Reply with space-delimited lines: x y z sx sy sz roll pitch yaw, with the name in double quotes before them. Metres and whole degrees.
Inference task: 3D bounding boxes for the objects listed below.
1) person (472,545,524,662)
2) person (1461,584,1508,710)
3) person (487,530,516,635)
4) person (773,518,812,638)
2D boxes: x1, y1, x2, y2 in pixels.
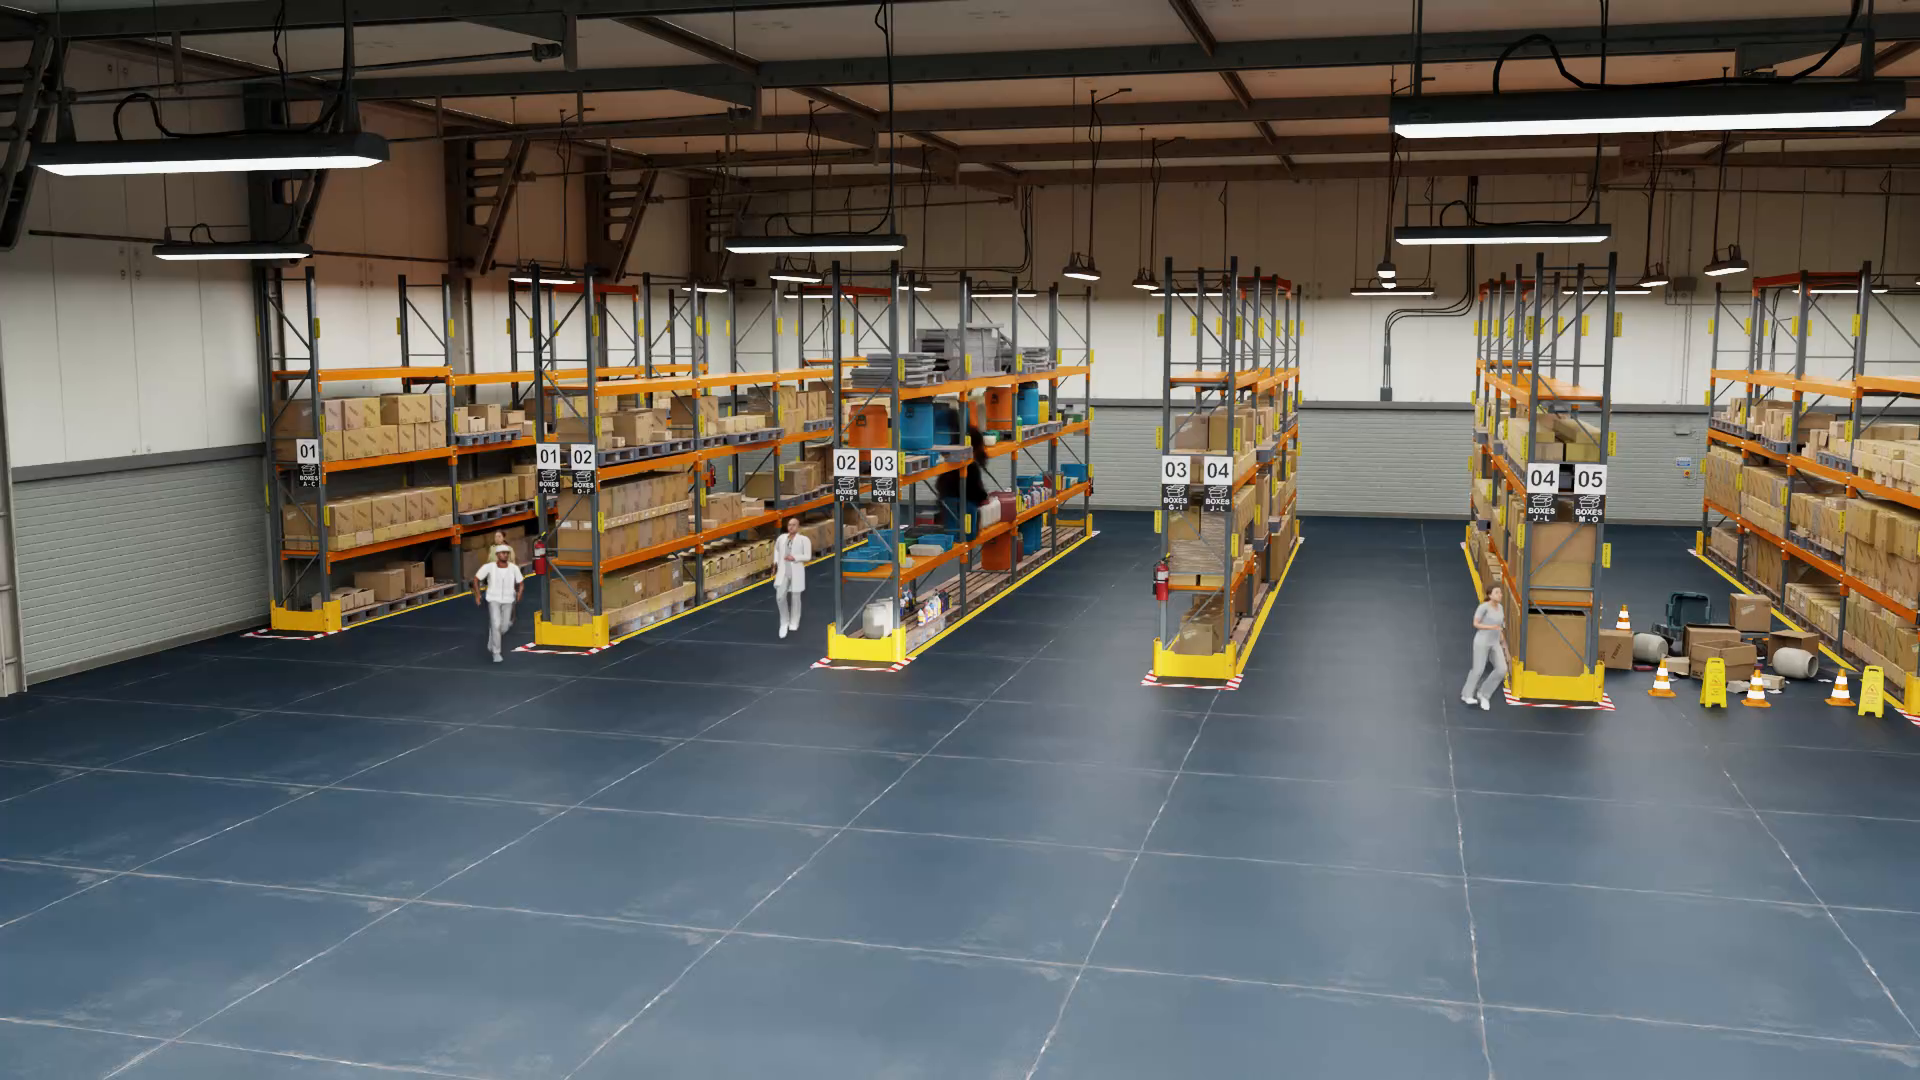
"person" -7.003 0.945 25.364 0.753 1.740 0.740 -4 8 -29
"person" 7.011 1.411 21.982 0.570 1.680 0.683 -2 8 -18
"person" -7.605 0.676 27.578 0.550 1.719 0.761 1 7 4
"person" -2.635 0.588 25.860 0.667 1.842 0.677 1 7 9
